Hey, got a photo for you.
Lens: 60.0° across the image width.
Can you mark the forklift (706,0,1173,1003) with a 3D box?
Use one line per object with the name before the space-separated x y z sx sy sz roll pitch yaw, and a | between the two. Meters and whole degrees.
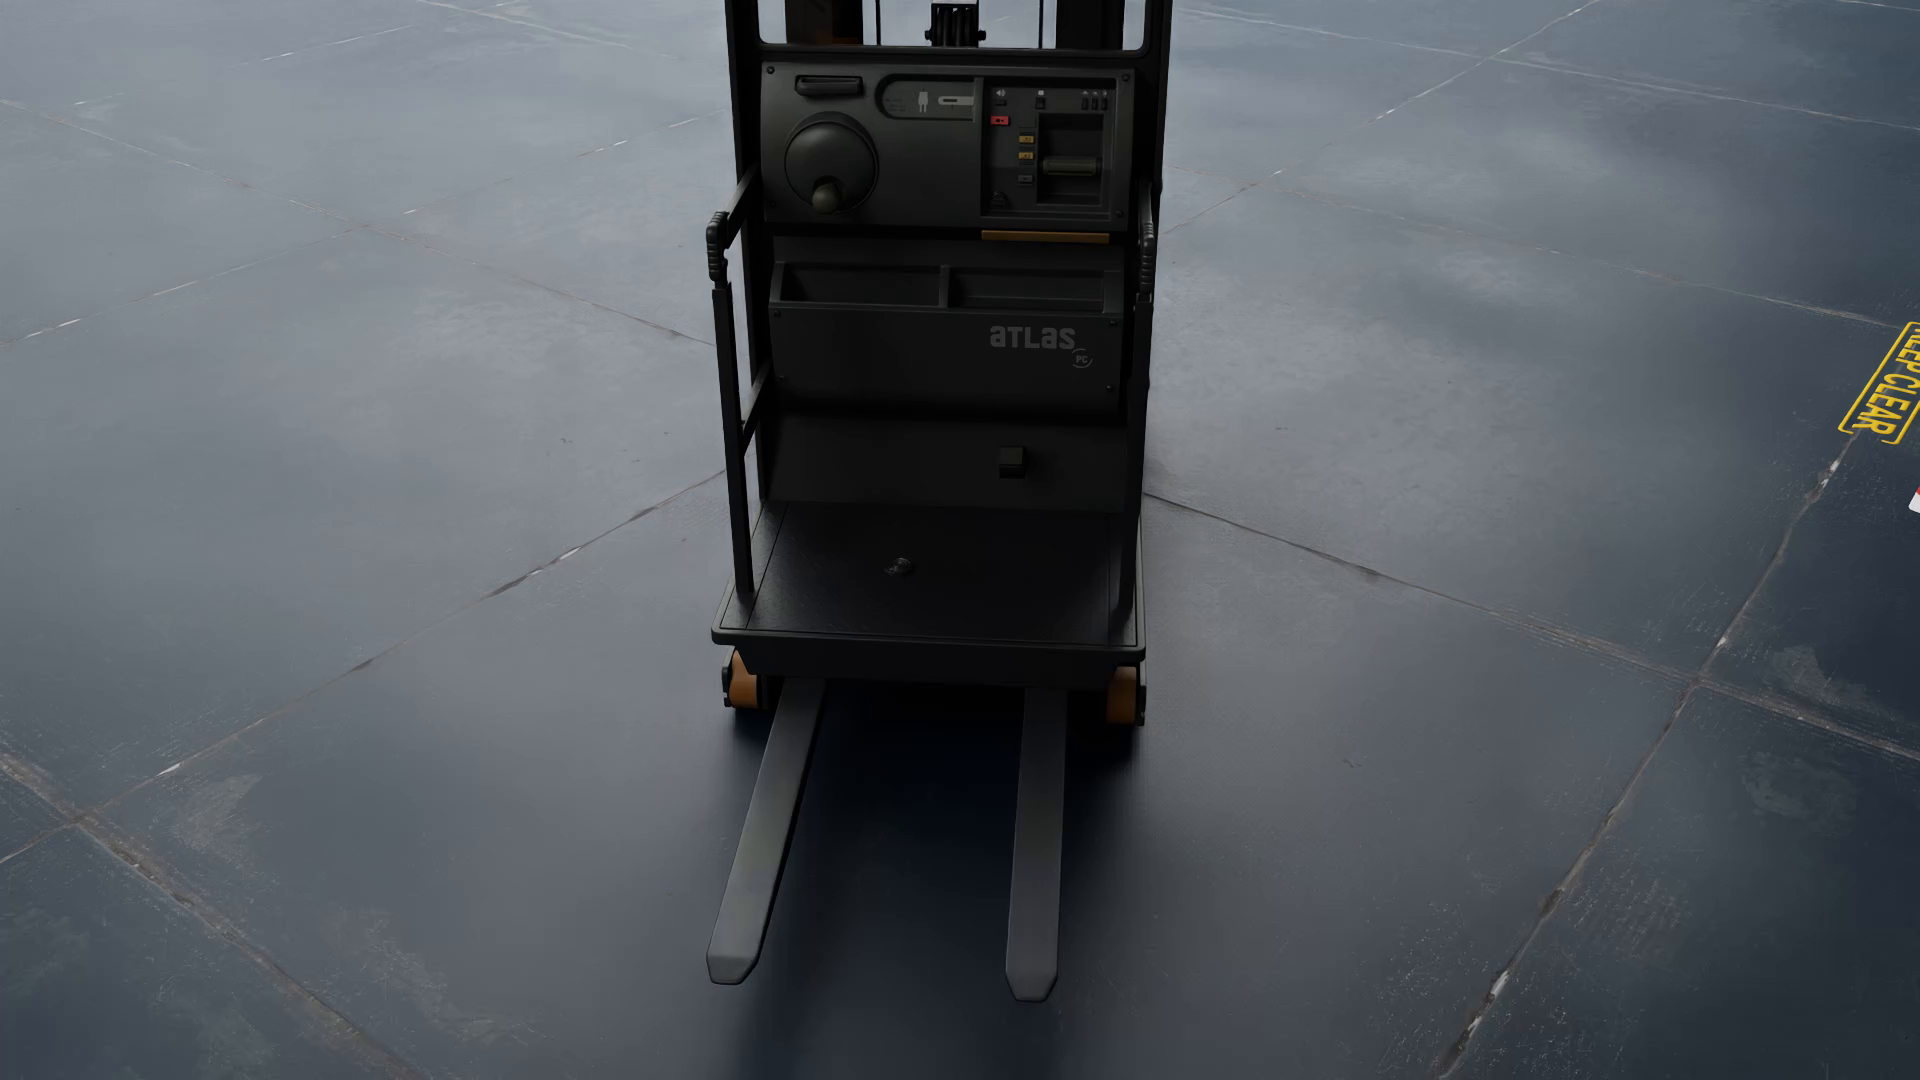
forklift | -0.058 -0.943 3.966 1.110 2.935 3.031 2 31 4
